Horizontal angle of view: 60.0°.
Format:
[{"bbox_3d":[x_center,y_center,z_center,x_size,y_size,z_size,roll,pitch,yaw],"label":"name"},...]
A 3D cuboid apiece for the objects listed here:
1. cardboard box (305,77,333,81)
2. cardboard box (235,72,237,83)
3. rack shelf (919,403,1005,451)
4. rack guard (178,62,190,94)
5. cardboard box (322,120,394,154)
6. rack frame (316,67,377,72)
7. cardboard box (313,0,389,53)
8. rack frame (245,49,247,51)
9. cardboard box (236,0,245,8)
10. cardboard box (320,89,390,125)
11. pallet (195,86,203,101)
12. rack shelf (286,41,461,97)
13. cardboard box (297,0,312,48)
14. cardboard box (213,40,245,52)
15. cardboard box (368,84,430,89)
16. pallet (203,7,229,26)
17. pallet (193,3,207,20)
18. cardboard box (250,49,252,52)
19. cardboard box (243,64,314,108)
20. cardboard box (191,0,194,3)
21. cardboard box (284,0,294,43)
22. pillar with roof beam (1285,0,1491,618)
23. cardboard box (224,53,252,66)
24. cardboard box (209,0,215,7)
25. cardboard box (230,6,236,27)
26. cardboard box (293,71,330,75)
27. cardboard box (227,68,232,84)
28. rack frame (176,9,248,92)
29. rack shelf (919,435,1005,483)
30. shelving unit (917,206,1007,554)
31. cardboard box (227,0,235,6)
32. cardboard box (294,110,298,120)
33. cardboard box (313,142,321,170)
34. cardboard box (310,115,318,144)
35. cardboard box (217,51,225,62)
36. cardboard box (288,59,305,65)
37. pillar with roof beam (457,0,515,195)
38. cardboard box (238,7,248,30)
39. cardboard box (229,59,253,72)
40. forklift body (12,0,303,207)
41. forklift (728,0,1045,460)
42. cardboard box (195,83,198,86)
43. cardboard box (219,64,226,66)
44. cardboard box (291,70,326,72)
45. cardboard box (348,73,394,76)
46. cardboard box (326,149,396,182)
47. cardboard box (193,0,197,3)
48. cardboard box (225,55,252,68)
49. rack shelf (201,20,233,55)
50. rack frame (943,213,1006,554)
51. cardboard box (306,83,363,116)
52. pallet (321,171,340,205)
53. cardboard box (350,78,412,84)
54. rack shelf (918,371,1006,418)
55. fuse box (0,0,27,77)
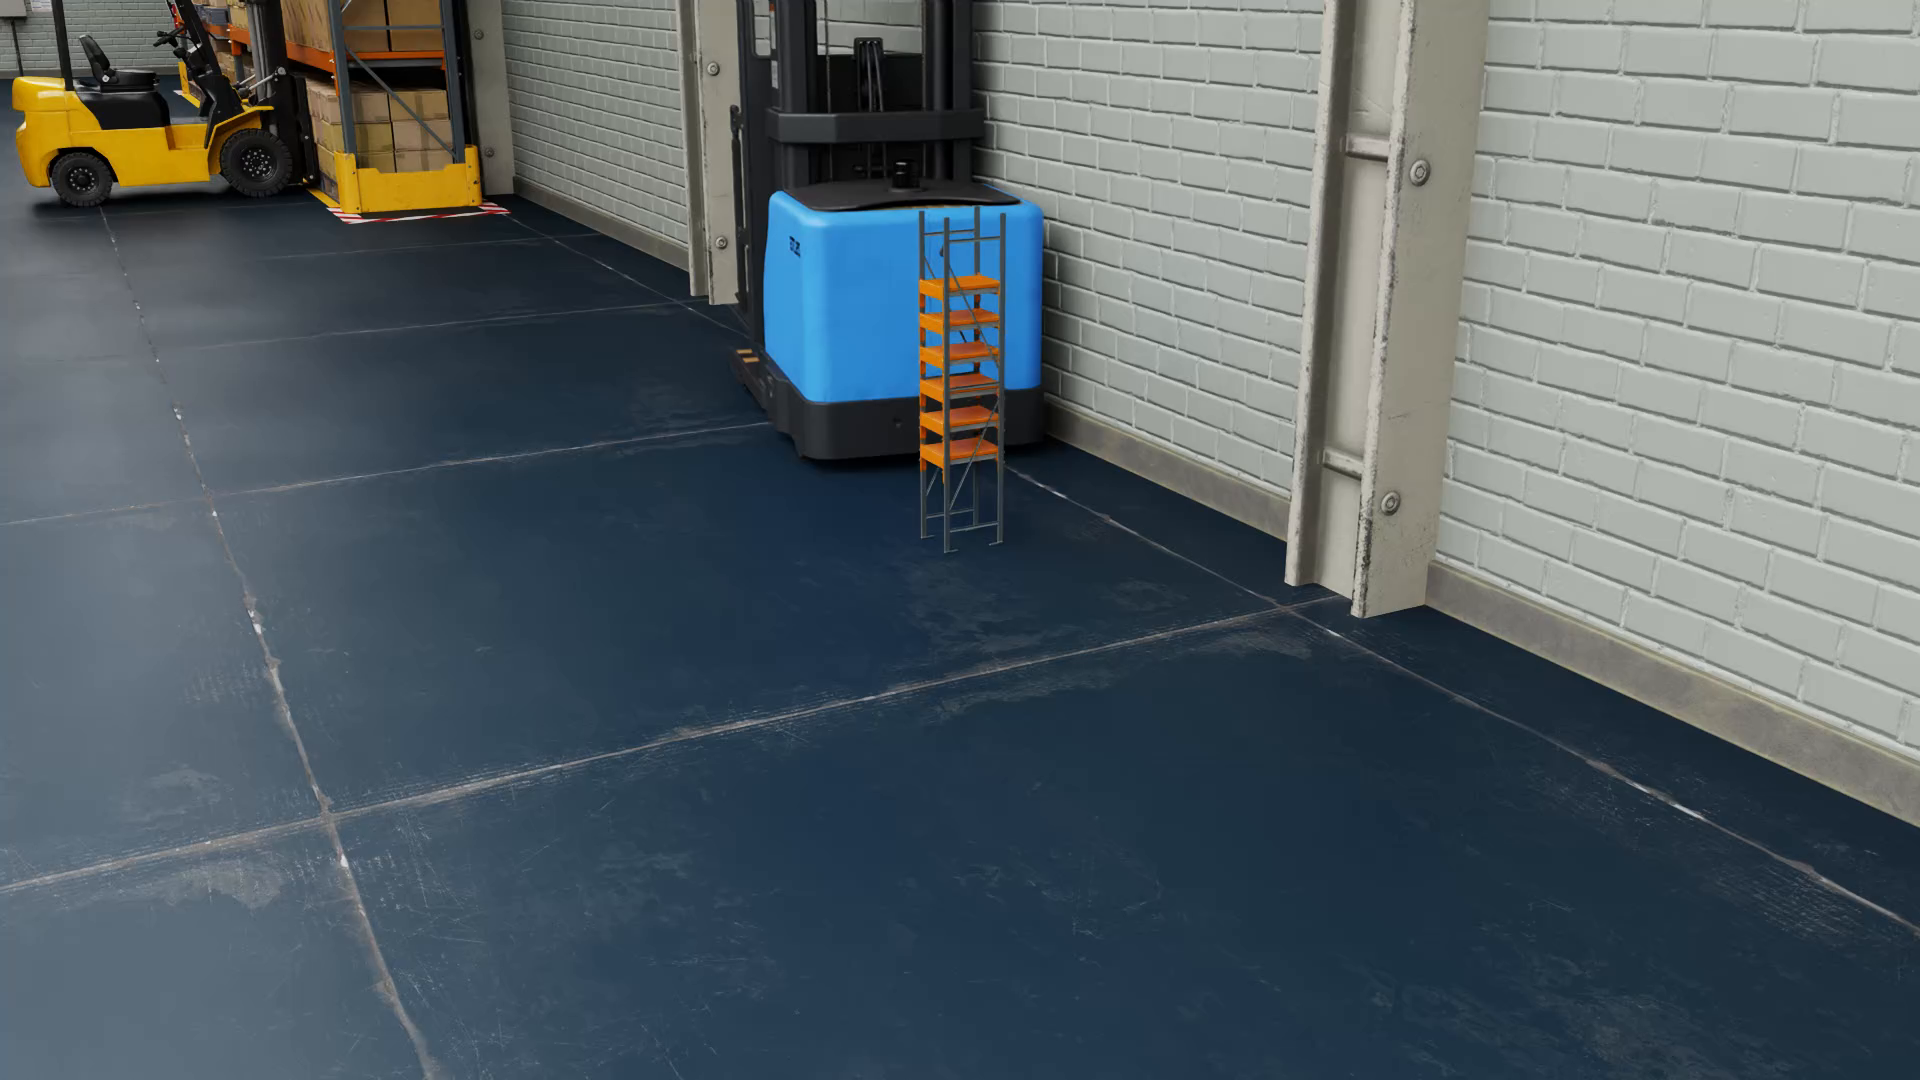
[{"bbox_3d":[-6.285,-4.391,16.298,0.500,0.250,0.500,-9,21,-25],"label":"cardboard box"},{"bbox_3d":[-9.008,-5.750,21.385,0.500,0.500,0.500,-9,21,-25],"label":"cardboard box"},{"bbox_3d":[0.007,-0.408,5.977,0.258,0.103,0.180,-10,21,-27],"label":"rack shelf"},{"bbox_3d":[-12.381,-7.738,27.791,1.175,0.500,0.348,-10,21,-27],"label":"rack guard"},{"bbox_3d":[-5.325,-3.575,14.698,0.500,0.250,0.500,-10,22,-27],"label":"cardboard box"},{"bbox_3d":[-6.718,-5.497,17.463,1.000,3.000,0.127,-10,21,-27],"label":"rack frame"},{"bbox_3d":[-5.284,-4.496,14.410,0.500,0.500,0.500,-11,22,-28],"label":"cardboard box"},{"bbox_3d":[-10.517,-7.793,24.118,1.000,3.000,0.127,-10,21,-27],"label":"rack frame"},{"bbox_3d":[-8.153,-6.348,19.394,0.500,0.250,0.500,-11,22,-28],"label":"cardboard box"},{"bbox_3d":[-5.312,-3.804,14.595,0.500,0.250,0.500,-9,21,-25],"label":"cardboard box"},{"bbox_3d":[-11.426,-7.023,26.161,1.003,0.211,1.213,-10,21,-27],"label":"pallet"},{"bbox_3d":[-5.769,-4.583,15.916,1.077,0.370,4.000,-10,21,-27],"label":"rack shelf"},{"bbox_3d":[-5.766,-4.794,15.272,0.500,0.500,0.500,-10,22,-28],"label":"cardboard box"},{"bbox_3d":[-10.416,-7.046,23.691,0.380,0.149,0.250,-11,22,-29],"label":"cardboard box"},{"bbox_3d":[-5.121,-4.030,15.251,0.500,0.250,0.500,-10,21,-27],"label":"cardboard box"},{"bbox_3d":[-9.001,-6.738,21.354,1.213,0.211,1.003,-10,21,-27],"label":"pallet"},{"bbox_3d":[-10.234,-7.456,23.436,1.003,0.211,1.213,-10,21,-27],"label":"pallet"},{"bbox_3d":[-10.089,-7.056,24.175,0.380,0.149,0.250,-11,22,-29],"label":"cardboard box"},{"bbox_3d":[-8.334,-5.540,20.584,0.875,0.625,0.625,-9,21,-25],"label":"cardboard box"},{"bbox_3d":[-11.225,-8.113,24.819,0.500,0.250,0.500,-10,21,-26],"label":"cardboard box"},{"bbox_3d":[-6.234,-5.084,16.114,0.500,0.500,0.500,-10,22,-27],"label":"cardboard box"},{"bbox_3d":[-2.447,-3.412,2.225,9.100,9.000,0.400,-10,21,-27],"label":"pillar with roof beam"},{"bbox_3d":[-9.906,-6.608,22.876,0.380,0.149,0.250,-9,21,-25],"label":"cardboard box"},{"bbox_3d":[-9.404,-7.025,21.479,0.500,0.250,0.500,-11,22,-29],"label":"cardboard box"},{"bbox_3d":[-8.622,-6.409,20.336,0.500,0.250,0.500,-10,21,-26],"label":"cardboard box"},{"bbox_3d":[-6.765,-4.681,17.137,0.500,0.250,0.500,-10,22,-27],"label":"cardboard box"},{"bbox_3d":[-9.487,-6.045,22.240,0.500,0.500,0.500,-9,21,-24],"label":"cardboard box"},{"bbox_3d":[-12.417,-8.942,27.446,1.000,3.000,0.127,-10,21,-27],"label":"rack frame"},{"bbox_3d":[0.007,-0.294,6.016,0.258,0.103,0.180,-10,21,-27],"label":"rack shelf"},{"bbox_3d":[0.007,-0.563,5.924,0.258,1.200,0.189,-10,21,-27],"label":"shelving unit"},{"bbox_3d":[-8.644,-6.641,20.243,0.500,0.250,0.500,-10,21,-27],"label":"cardboard box"},{"bbox_3d":[-6.291,-4.155,16.379,0.500,0.250,0.500,-10,22,-27],"label":"cardboard box"},{"bbox_3d":[-5.778,-3.623,15.602,0.500,0.250,0.500,-10,21,-26],"label":"cardboard box"},{"bbox_3d":[-5.818,-3.866,15.540,0.500,0.250,0.500,-11,22,-28],"label":"cardboard box"},{"bbox_3d":[-10.382,-6.905,23.738,0.380,0.149,0.250,-11,22,-28],"label":"cardboard box"},{"bbox_3d":[-8.591,-6.167,21.598,0.380,0.149,0.250,-9,21,-24],"label":"cardboard box"},{"bbox_3d":[-8.145,-6.857,12.208,9.100,9.000,0.400,-10,21,-27],"label":"pillar with roof beam"},{"bbox_3d":[-8.137,-6.117,19.490,0.500,0.250,0.500,-11,22,-28],"label":"cardboard box"},{"bbox_3d":[-9.232,-6.145,21.534,0.380,0.149,0.250,-11,22,-29],"label":"cardboard box"},{"bbox_3d":[-7.325,-4.209,15.032,2.313,2.155,1.214,-10,21,-27],"label":"forklift body"},{"bbox_3d":[-0.541,-2.162,7.902,1.130,2.935,3.031,-5,20,-15],"label":"forklift"},{"bbox_3d":[-11.838,-7.517,26.505,0.700,0.500,0.500,-9,21,-24],"label":"cardboard box"},{"bbox_3d":[-9.991,-6.341,23.098,0.500,0.500,0.500,-11,22,-28],"label":"cardboard box"},{"bbox_3d":[-7.697,-5.160,19.484,0.875,0.625,0.625,-11,22,-29],"label":"cardboard box"},{"bbox_3d":[-6.061,-4.614,16.942,0.500,0.250,0.500,-10,22,-27],"label":"cardboard box"},{"bbox_3d":[-5.320,-3.333,14.764,0.500,0.250,0.500,-10,21,-26],"label":"cardboard box"},{"bbox_3d":[-10.484,-7.866,23.531,0.700,0.500,0.500,-9,21,-25],"label":"cardboard box"},{"bbox_3d":[-9.680,-6.456,22.437,0.380,0.149,0.250,-11,22,-29],"label":"cardboard box"},{"bbox_3d":[-9.568,-6.879,22.572,1.077,0.370,4.000,-10,21,-27],"label":"rack shelf"},{"bbox_3d":[0.050,-0.537,5.848,0.240,1.200,0.006,-10,21,-27],"label":"rack frame"},{"bbox_3d":[-5.808,-4.093,15.433,0.500,0.250,0.500,-10,21,-26],"label":"cardboard box"},{"bbox_3d":[-5.219,-3.244,15.207,1.003,0.211,1.213,-10,21,-27],"label":"pallet"},{"bbox_3d":[-5.586,-4.324,16.101,0.500,0.250,0.500,-10,22,-28],"label":"cardboard box"},{"bbox_3d":[0.007,-0.521,5.938,0.258,0.103,0.180,-10,21,-27],"label":"rack shelf"},{"bbox_3d":[-17.563,-9.461,30.927,0.539,1.711,0.414,-10,21,-27],"label":"fuse box"}]
